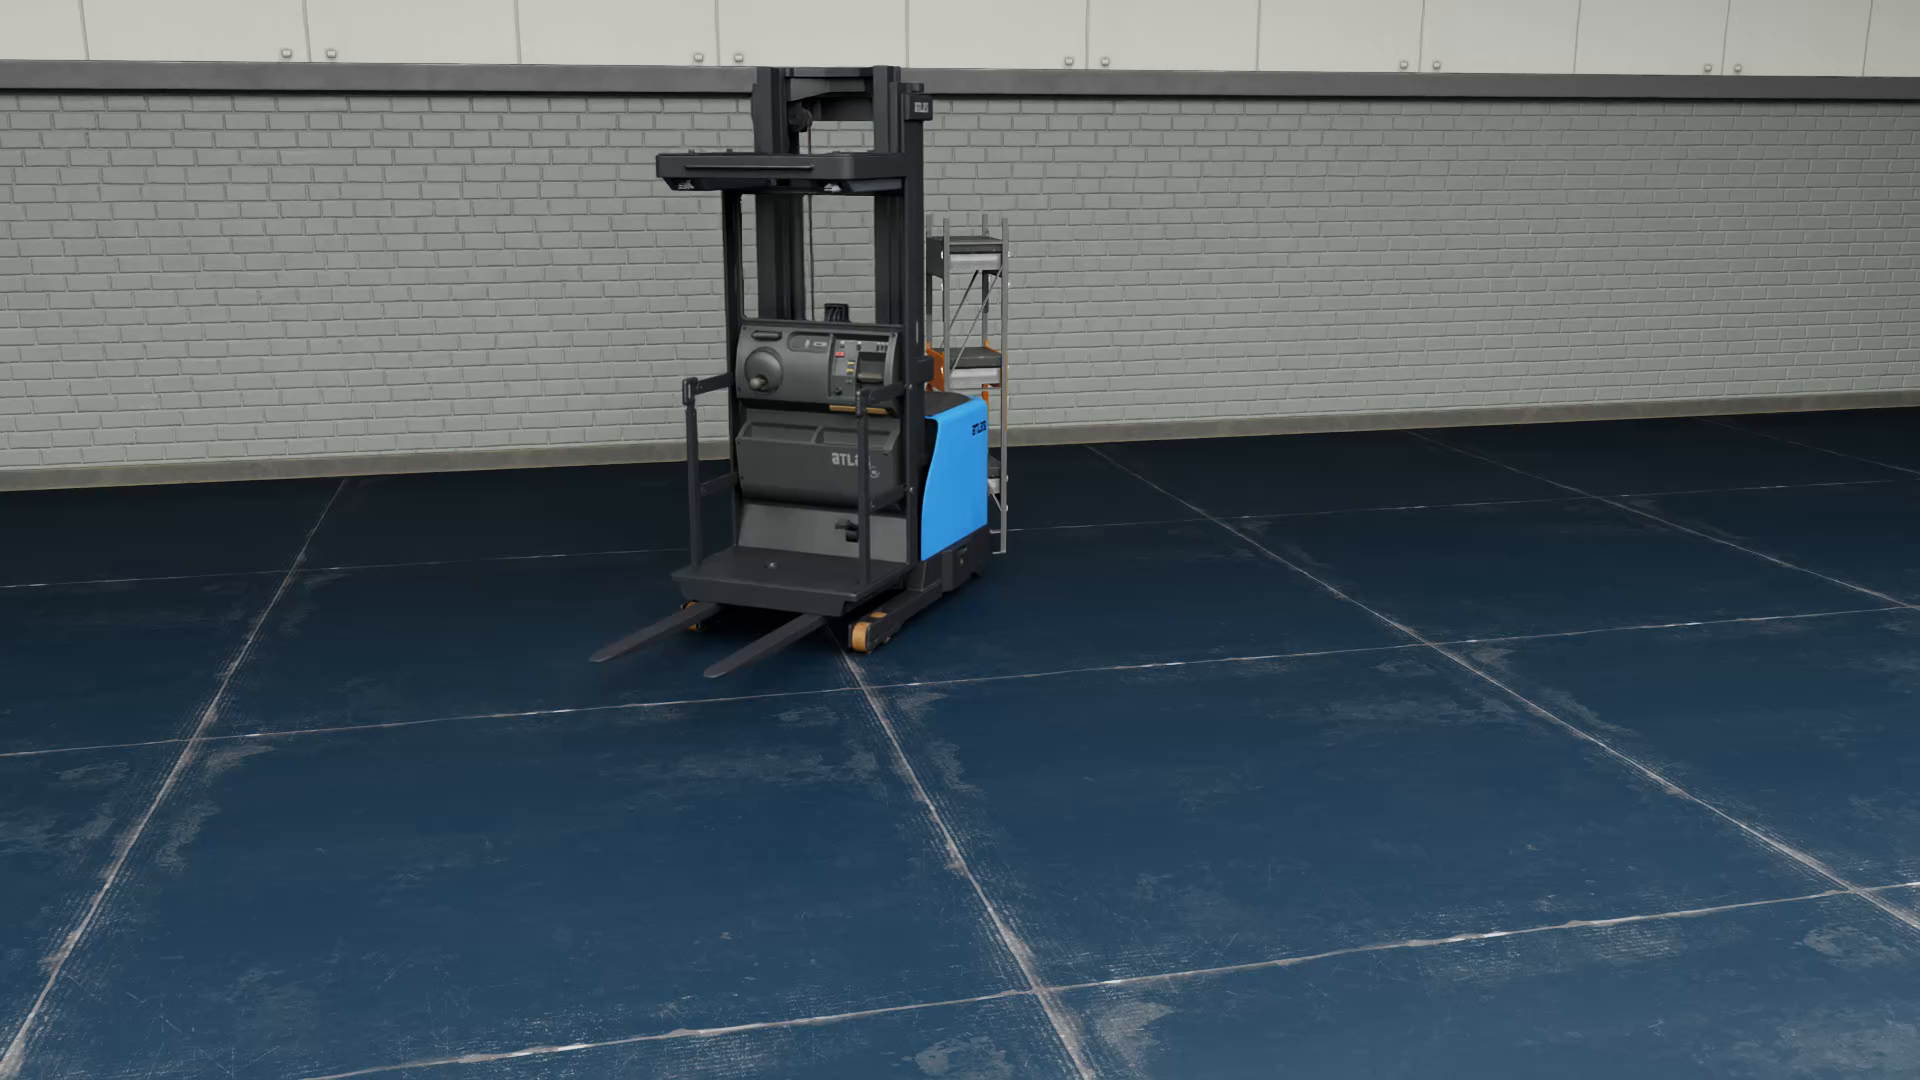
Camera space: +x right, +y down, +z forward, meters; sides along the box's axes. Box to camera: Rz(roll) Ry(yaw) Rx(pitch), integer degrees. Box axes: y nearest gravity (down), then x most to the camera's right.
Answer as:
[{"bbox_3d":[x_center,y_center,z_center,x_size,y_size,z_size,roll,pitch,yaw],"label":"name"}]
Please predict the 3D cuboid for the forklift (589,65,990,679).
[{"bbox_3d":[-0.845,-0.953,8.653,1.130,2.935,3.031,6,15,21],"label":"forklift"}]

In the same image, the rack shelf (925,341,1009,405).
[{"bbox_3d":[0.039,-0.969,10.525,0.431,0.518,0.480,-3,14,-13],"label":"rack shelf"}]

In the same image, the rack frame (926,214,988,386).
[{"bbox_3d":[-0.018,-1.038,10.752,0.400,2.100,0.015,-3,14,-13],"label":"rack frame"}]

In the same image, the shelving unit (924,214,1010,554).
[{"bbox_3d":[0.039,-0.982,10.522,0.431,2.100,0.503,-3,14,-13],"label":"shelving unit"}]

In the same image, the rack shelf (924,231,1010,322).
[{"bbox_3d":[0.039,-1.649,10.359,0.431,0.518,0.480,-3,14,-13],"label":"rack shelf"}]

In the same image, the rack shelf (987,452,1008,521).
[{"bbox_3d":[0.039,-0.289,10.691,0.431,0.518,0.480,-3,14,-13],"label":"rack shelf"}]

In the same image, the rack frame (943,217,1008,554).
[{"bbox_3d":[0.096,-0.926,10.291,0.400,2.100,0.015,-3,14,-13],"label":"rack frame"}]
